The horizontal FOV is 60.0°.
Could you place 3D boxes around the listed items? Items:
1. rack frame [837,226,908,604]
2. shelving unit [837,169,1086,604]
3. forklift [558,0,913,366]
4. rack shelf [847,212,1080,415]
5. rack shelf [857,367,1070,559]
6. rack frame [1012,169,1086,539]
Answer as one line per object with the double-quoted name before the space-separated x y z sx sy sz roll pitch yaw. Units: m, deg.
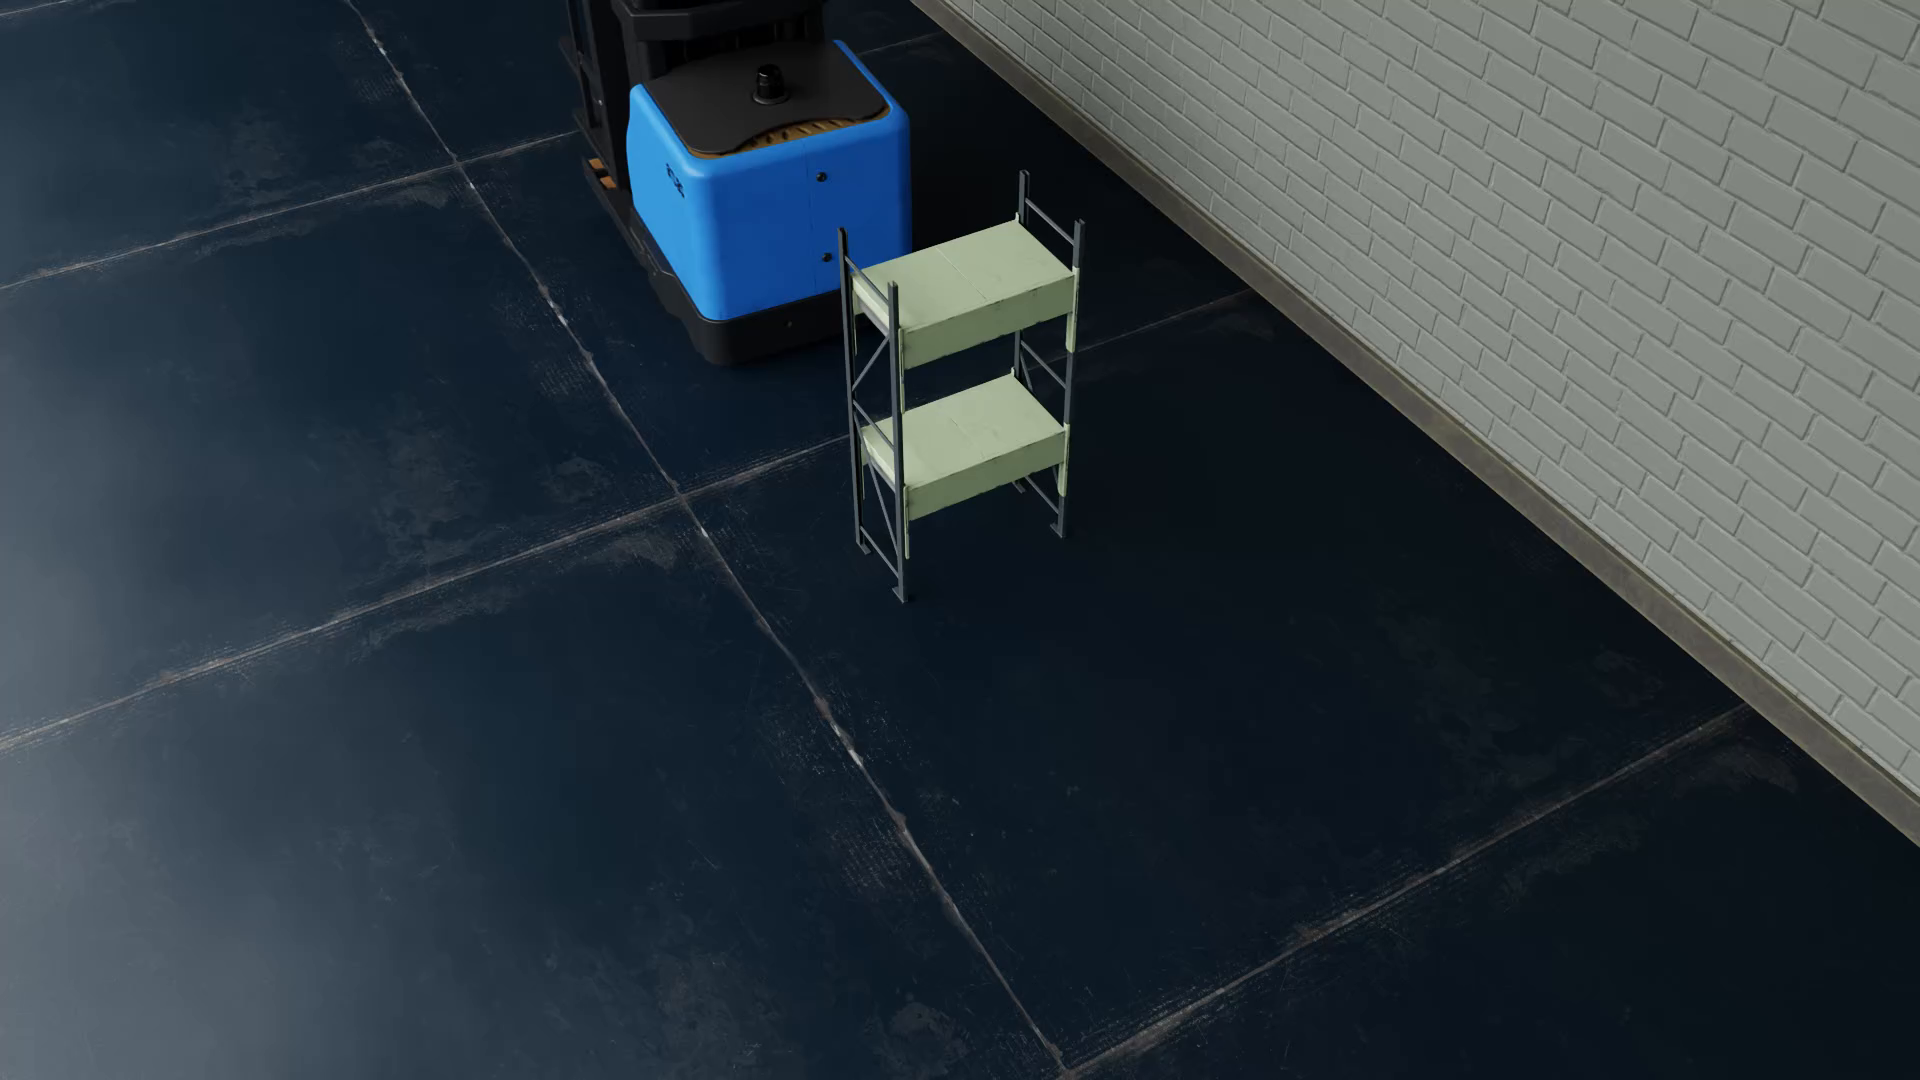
"rack frame" -0.312 -0.414 6.099 0.023 1.500 0.400 -22 48 -21
"shelving unit" 0.006 -0.541 6.230 0.755 1.500 0.431 -22 48 -21
"forklift" -1.294 -2.863 7.596 1.130 2.935 3.031 -19 47 -18
"rack shelf" 0.006 -0.821 5.958 0.720 0.370 0.431 -22 48 -21
"rack shelf" 0.006 -0.307 6.457 0.720 0.370 0.431 -22 48 -21
"rack frame" 0.323 -0.668 6.361 0.023 1.500 0.400 -22 48 -21
